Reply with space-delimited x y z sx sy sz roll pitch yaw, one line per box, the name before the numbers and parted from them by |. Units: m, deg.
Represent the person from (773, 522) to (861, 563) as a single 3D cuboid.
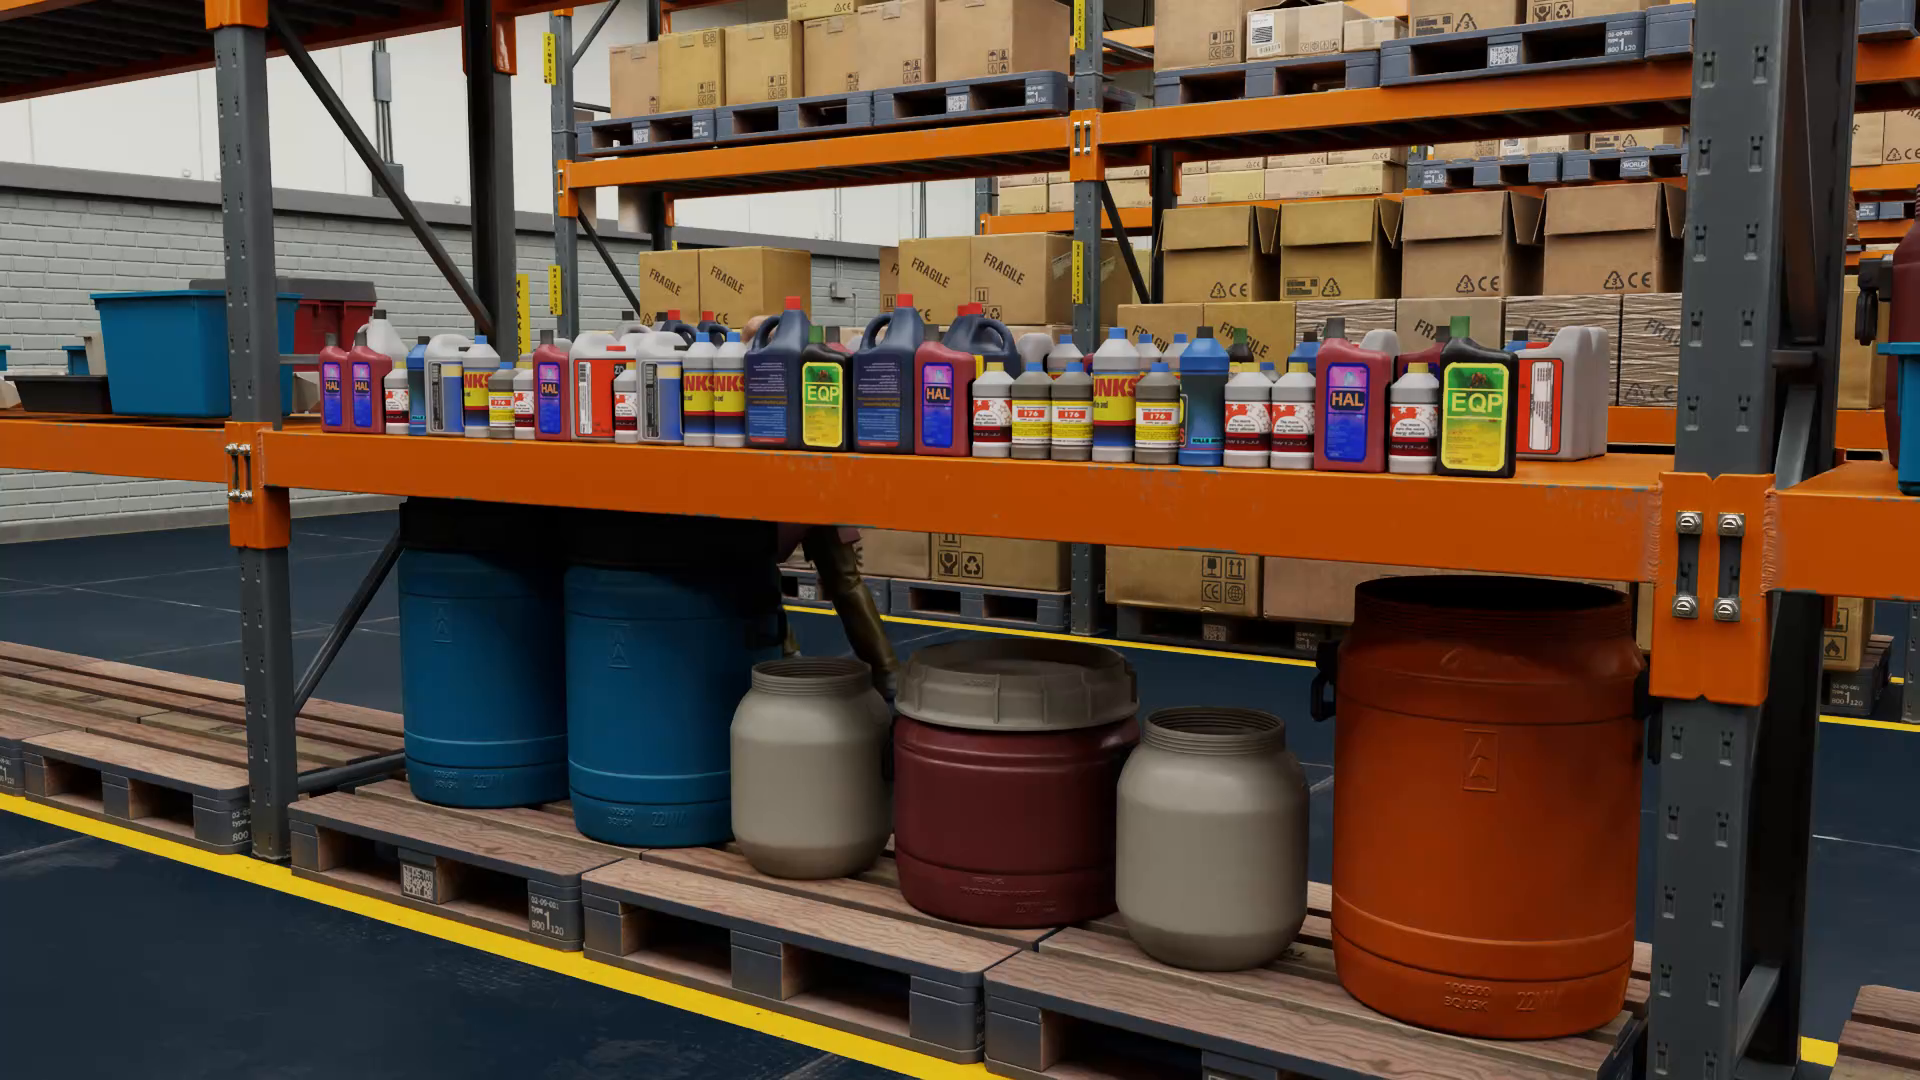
person | -0.783 -0.357 7.494 0.650 0.938 0.700 5 8 37
